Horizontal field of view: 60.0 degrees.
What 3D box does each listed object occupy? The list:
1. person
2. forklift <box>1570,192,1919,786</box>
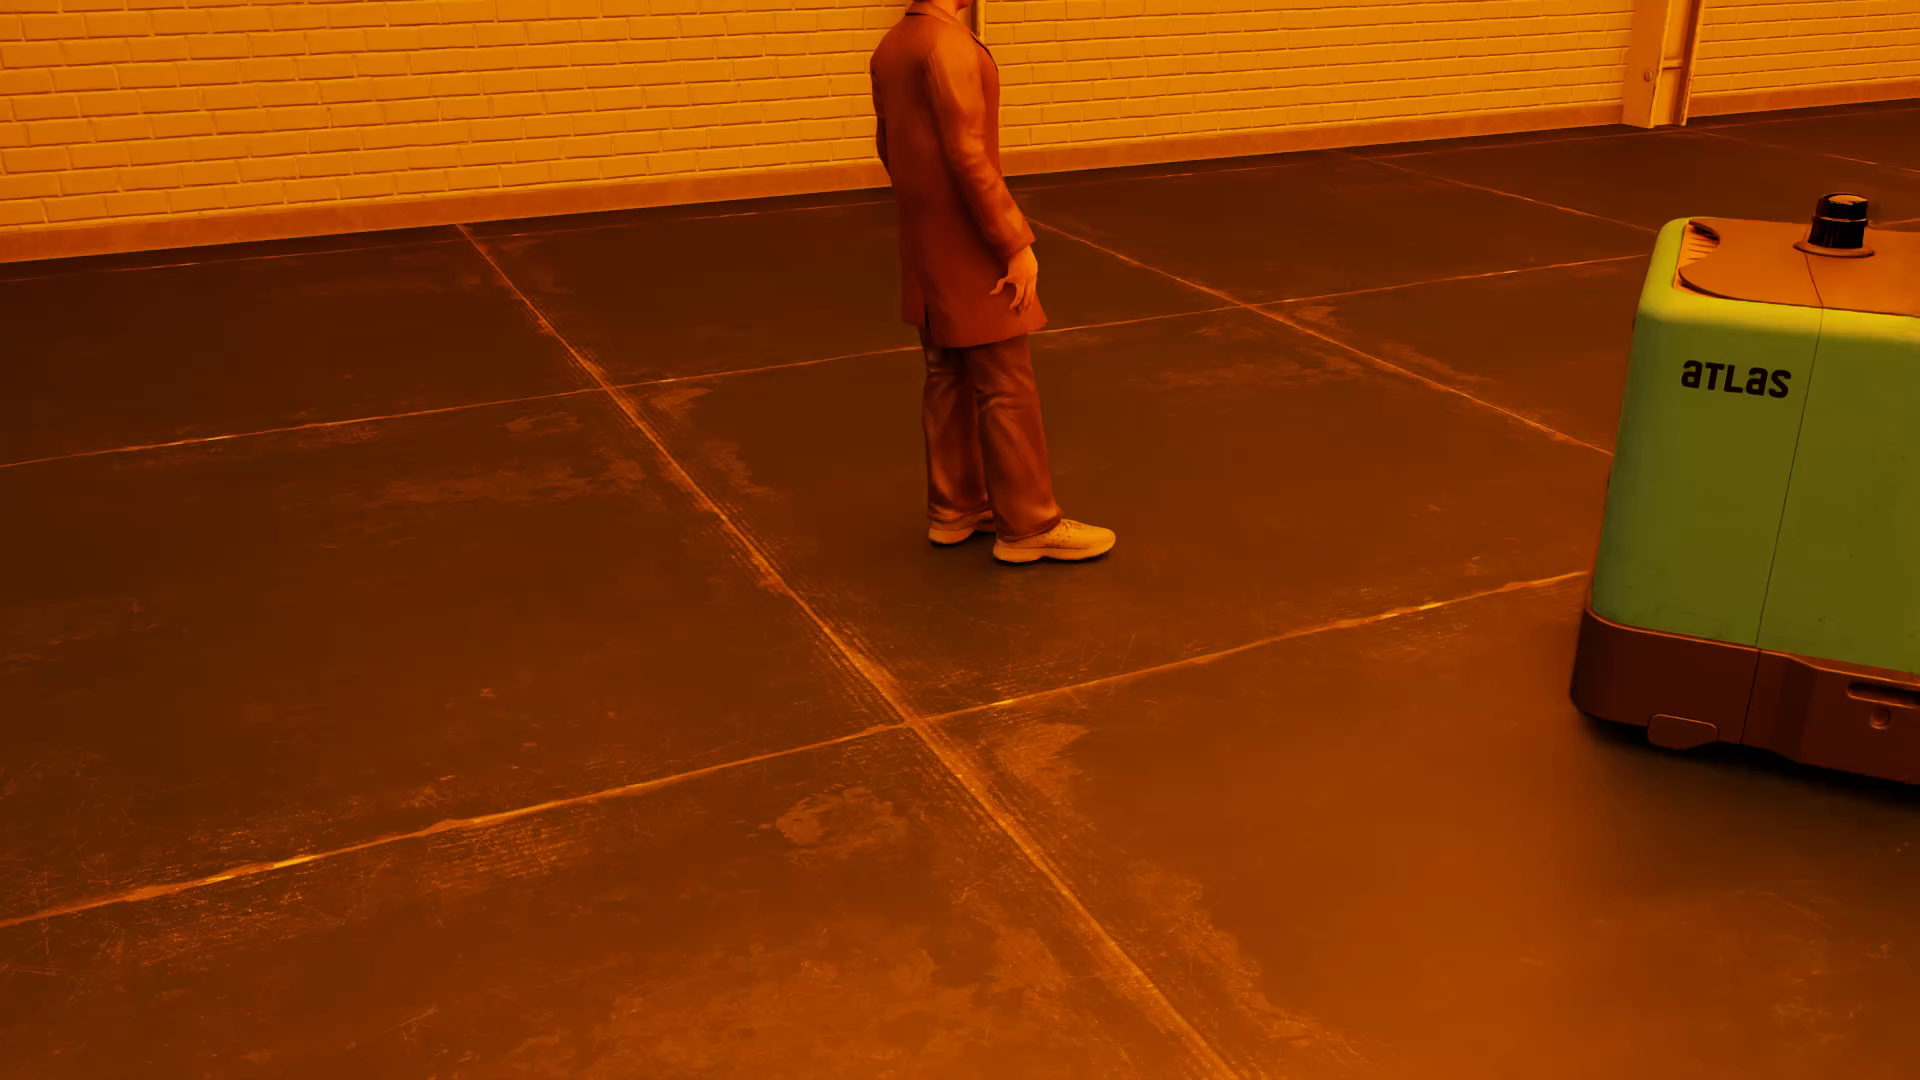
[{"bbox_3d":[0.084,-0.841,4.794,0.582,1.776,0.694,-10,25,-23],"label":"person"},{"bbox_3d":[3.030,-0.824,3.270,3.031,2.935,1.130,10,24,22],"label":"forklift"}]
